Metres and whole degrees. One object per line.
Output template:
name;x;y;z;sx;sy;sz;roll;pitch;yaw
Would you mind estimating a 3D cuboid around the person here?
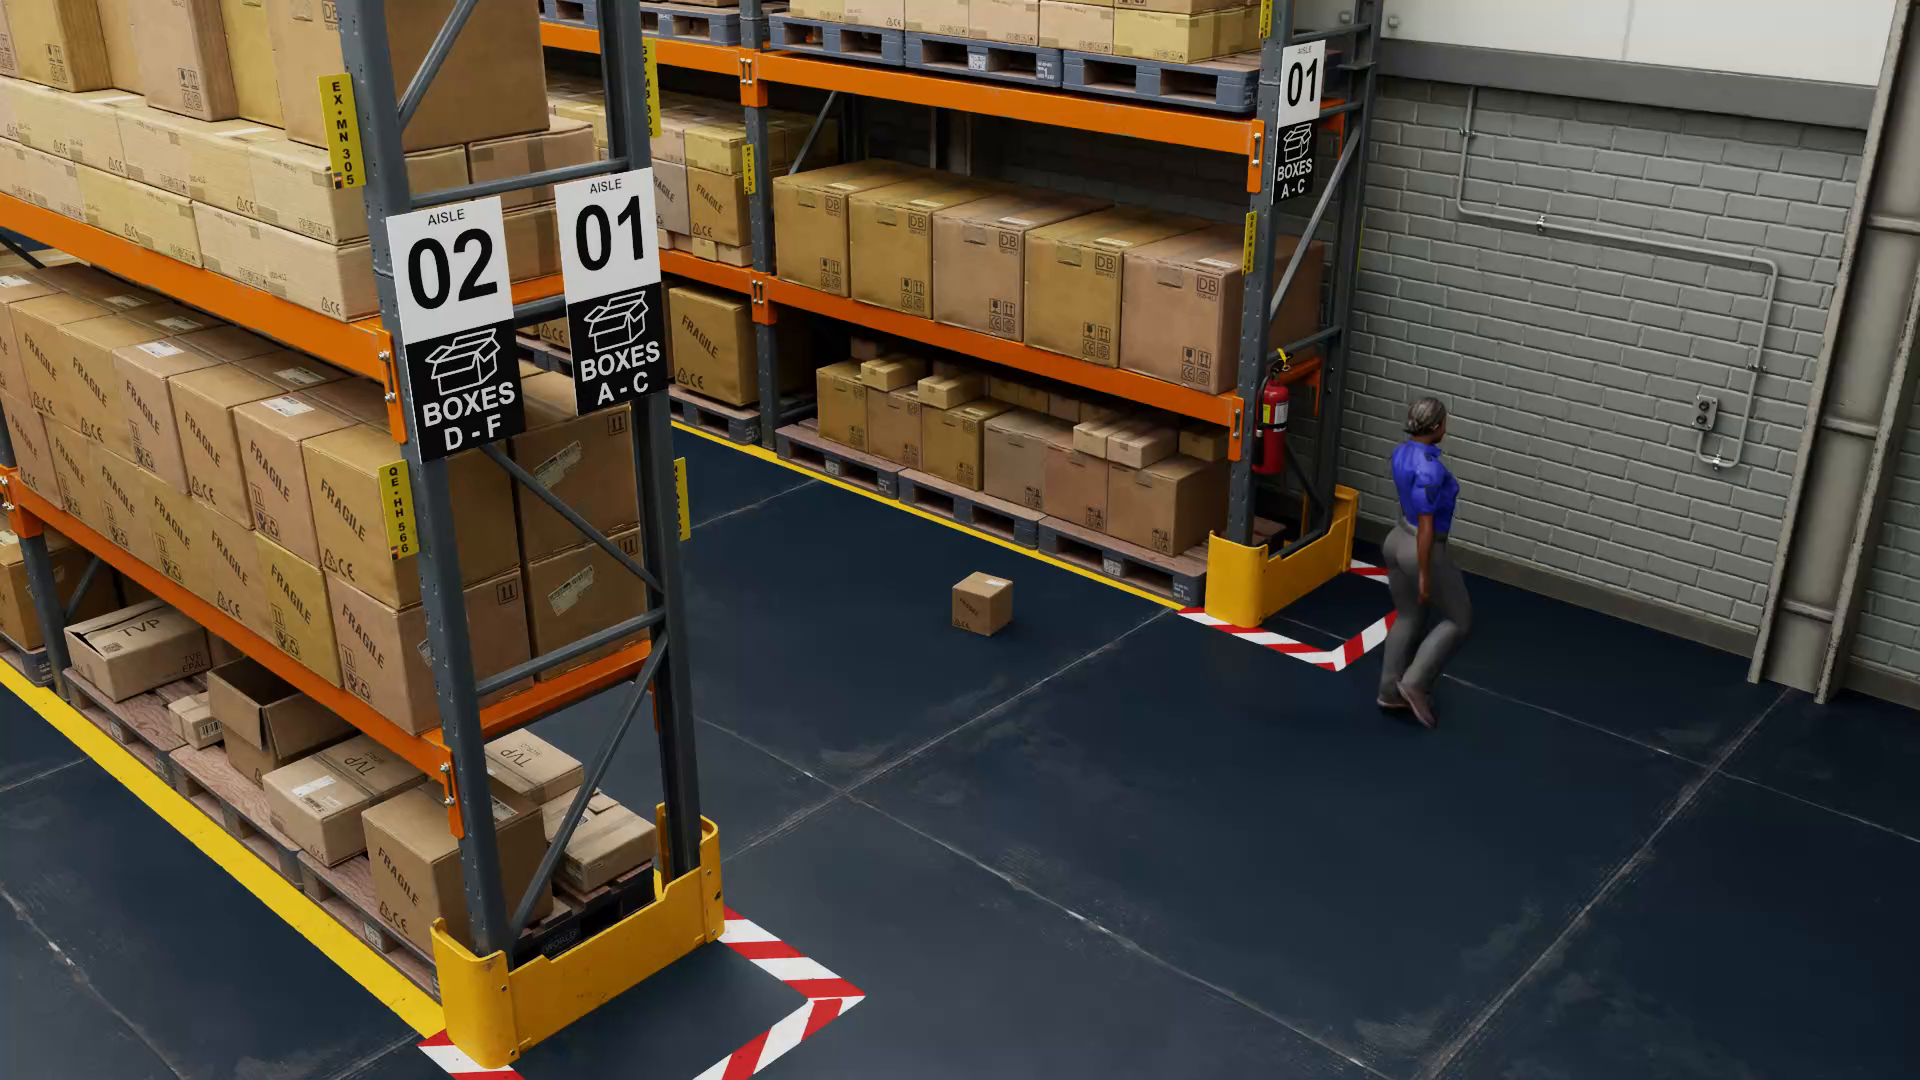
person;2.363;0.102;8.370;0.421;1.674;0.552;-4;24;-9
